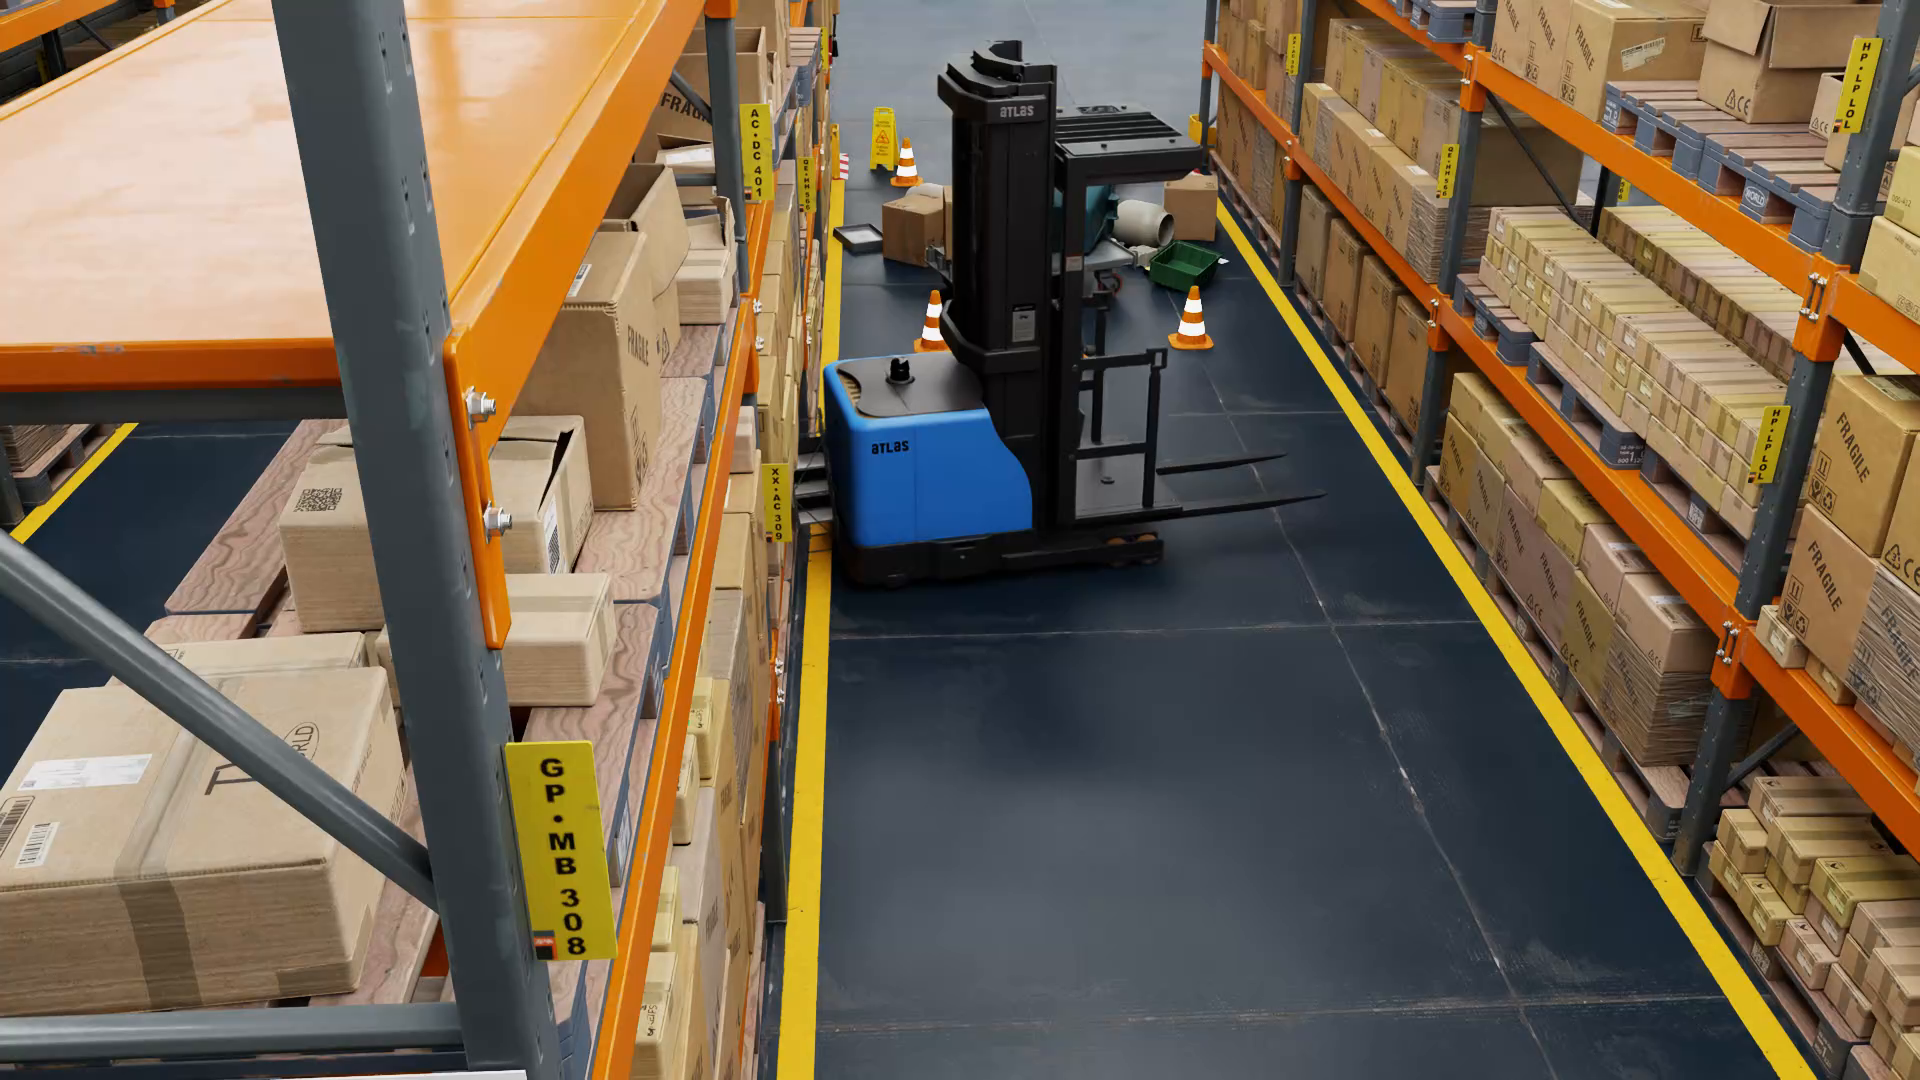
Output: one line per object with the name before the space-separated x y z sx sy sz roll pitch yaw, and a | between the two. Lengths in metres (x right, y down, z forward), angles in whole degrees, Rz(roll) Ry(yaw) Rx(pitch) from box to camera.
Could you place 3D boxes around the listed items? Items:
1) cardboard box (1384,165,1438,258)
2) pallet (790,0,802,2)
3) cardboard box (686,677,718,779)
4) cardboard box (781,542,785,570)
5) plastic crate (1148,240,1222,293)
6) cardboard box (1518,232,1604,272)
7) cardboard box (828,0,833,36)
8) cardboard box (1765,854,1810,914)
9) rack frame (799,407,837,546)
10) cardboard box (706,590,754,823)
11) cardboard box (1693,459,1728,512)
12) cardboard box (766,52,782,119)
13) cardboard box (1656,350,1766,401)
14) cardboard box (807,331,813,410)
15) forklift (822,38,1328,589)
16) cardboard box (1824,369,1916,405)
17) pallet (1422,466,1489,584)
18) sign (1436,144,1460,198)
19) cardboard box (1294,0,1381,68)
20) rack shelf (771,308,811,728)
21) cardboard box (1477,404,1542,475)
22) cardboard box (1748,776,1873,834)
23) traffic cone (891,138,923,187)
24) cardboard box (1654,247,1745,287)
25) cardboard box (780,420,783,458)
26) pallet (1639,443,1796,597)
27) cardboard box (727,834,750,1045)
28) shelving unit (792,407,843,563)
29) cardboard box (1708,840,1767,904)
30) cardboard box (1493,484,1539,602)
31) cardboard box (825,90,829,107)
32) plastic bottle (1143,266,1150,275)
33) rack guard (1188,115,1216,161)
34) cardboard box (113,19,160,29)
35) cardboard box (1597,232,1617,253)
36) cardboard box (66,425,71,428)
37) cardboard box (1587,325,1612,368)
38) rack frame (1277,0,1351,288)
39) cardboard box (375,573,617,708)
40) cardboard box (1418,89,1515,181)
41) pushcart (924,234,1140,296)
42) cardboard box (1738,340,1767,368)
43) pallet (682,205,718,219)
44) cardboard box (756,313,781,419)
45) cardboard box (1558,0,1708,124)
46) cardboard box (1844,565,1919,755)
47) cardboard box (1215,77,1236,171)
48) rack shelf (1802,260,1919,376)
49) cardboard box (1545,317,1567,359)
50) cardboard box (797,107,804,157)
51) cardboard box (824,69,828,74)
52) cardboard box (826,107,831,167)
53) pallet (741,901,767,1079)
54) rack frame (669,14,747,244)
cardboard box | 3.171 -2.194 11.105 0.500 0.500 0.500 -1 28 -3
pallet | -1.676 -3.879 11.403 1.213 0.211 1.003 -1 28 -3
cardboard box | -0.813 0.480 4.196 0.380 0.149 0.250 -2 28 -4
cardboard box | -1.029 -0.087 7.334 0.500 0.250 0.500 -2 28 -4
plastic crate | 1.962 -2.393 14.572 0.450 0.188 0.662 22 34 18
cardboard box | 3.344 -1.601 9.250 0.380 0.149 0.250 -2 28 -3
cardboard box | -1.470 -4.696 14.499 0.700 0.500 0.500 -2 28 -4
cardboard box | 3.499 1.365 6.696 0.380 0.149 0.250 -1 28 -2
rack frame | -0.888 -0.369 9.947 0.240 0.900 0.006 -8 29 -2
cardboard box | -0.887 0.488 4.880 0.500 0.500 0.500 -1 28 -2
cardboard box | 3.464 -0.244 7.292 0.380 0.149 0.250 -1 28 -2
cardboard box | -0.987 -2.013 7.314 0.396 0.266 0.258 1 28 2
cardboard box | 3.440 -0.755 7.627 0.380 0.149 0.250 -1 28 -3
cardboard box | -1.516 -1.175 11.646 0.950 0.372 0.625 -2 28 -4
forklift | 0.736 -1.371 9.709 3.031 2.935 1.130 -7 28 -12
cardboard box | 4.104 -0.649 7.426 0.380 0.149 0.250 -1 28 -2
pallet | 3.527 -0.121 10.253 1.003 0.211 1.213 -1 28 -3
sign | 2.934 -2.216 10.004 0.100 0.325 0.005 -1 28 -3
cardboard box | 3.294 -4.282 13.886 0.875 0.550 0.550 -1 28 -3
rack shelf | -1.346 -0.309 8.377 1.077 0.370 4.000 -1 28 -3
cardboard box | 3.309 -0.570 9.537 0.500 0.250 0.500 -2 28 -3
cardboard box | 3.508 1.107 6.868 0.380 0.149 0.250 0 28 -1
traffic cone | -0.557 -3.954 17.331 0.336 0.463 0.334 -1 28 -3
cardboard box | 4.013 -1.481 9.020 0.380 0.149 0.250 -1 28 -1
cardboard box | -1.038 -0.310 7.222 0.500 0.250 0.500 -1 28 -2
pallet | 3.802 -0.142 7.486 1.003 0.211 1.213 -1 28 -3
cardboard box | -0.876 1.171 4.654 0.500 0.500 0.500 0 28 -1
shelving unit | -0.877 -0.320 9.858 0.258 0.900 0.210 -8 29 -2
cardboard box | 3.395 1.383 6.983 0.380 0.149 0.250 -3 28 -5
cardboard box | 3.331 0.006 9.244 0.500 0.500 0.500 -2 28 -4
cardboard box | -1.479 -4.302 16.261 0.380 0.149 0.250 -1 28 -1
plastic bottle | 1.757 -2.353 14.696 0.133 0.061 0.283 -17 32 -29
rack guard | 3.069 -4.315 17.983 1.175 0.500 0.348 -1 28 -3
cardboard box | -7.002 -4.355 14.224 0.380 0.149 0.250 -2 28 -3
cardboard box | 3.968 -1.707 9.776 0.380 0.149 0.250 -1 28 -2
cardboard box | -6.468 -1.153 11.332 0.875 0.625 0.625 -1 28 -1
cardboard box | 3.399 -0.977 8.376 0.380 0.149 0.250 0 28 -1
rack frame | 3.279 -3.565 13.842 1.000 3.000 0.127 -1 28 -3
cardboard box | -0.860 0.186 3.116 0.380 0.149 0.250 0 28 -1
cardboard box | 3.447 -2.647 10.892 0.700 0.500 0.500 -2 28 -3
pushcart | 0.615 -2.314 14.280 1.648 0.377 0.936 -11 30 -20
cardboard box | 4.062 -0.876 8.182 0.380 0.149 0.250 -2 28 -4
pallet | -1.338 -1.372 6.600 0.805 0.209 1.217 -2 28 -5
cardboard box | -1.031 -0.637 7.038 0.500 0.500 0.500 -2 28 -3
cardboard box | 3.316 -2.361 8.181 0.500 0.500 0.500 -1 28 -3
cardboard box | 3.504 0.416 5.779 0.500 0.500 0.500 -1 28 -3
cardboard box | 3.171 -4.345 17.181 0.875 0.875 0.875 -1 28 -2
rack shelf | 3.801 0.042 4.460 1.077 0.370 4.000 -1 28 -3
cardboard box | 3.370 -1.085 8.905 0.380 0.149 0.250 -1 28 -1
cardboard box | -1.311 -2.613 11.133 0.500 0.500 0.500 -1 28 -2
cardboard box | -1.475 -4.616 16.128 0.380 0.149 0.250 -1 28 -2
cardboard box | -1.535 -3.941 16.271 0.500 0.500 0.500 0 28 -1
pallet | -1.280 1.885 6.408 1.003 0.211 1.213 -1 28 -3
rack frame | -1.241 -2.364 5.052 1.000 3.000 0.127 -1 28 -3
